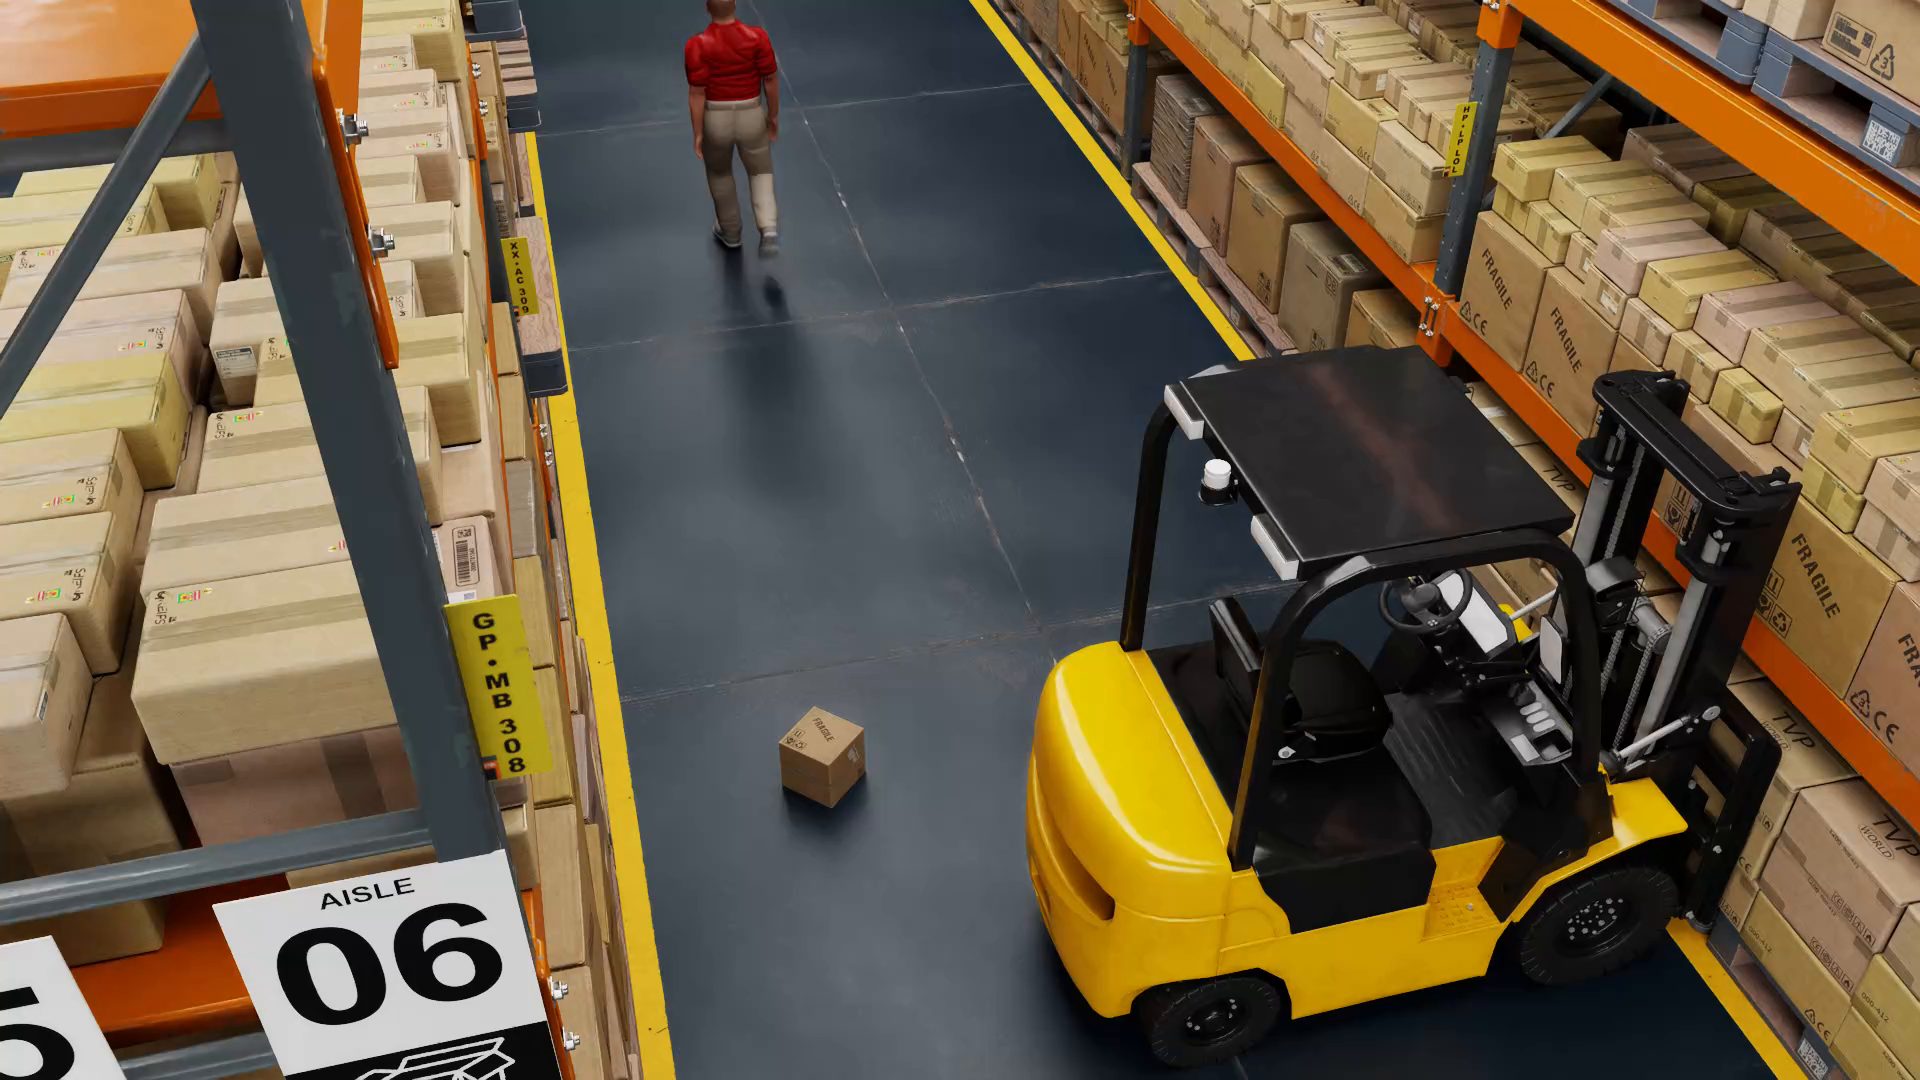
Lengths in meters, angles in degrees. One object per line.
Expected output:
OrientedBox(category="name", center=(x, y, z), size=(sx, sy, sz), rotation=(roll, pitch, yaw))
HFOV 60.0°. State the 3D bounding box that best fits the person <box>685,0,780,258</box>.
OrientedBox(category="person", center=(-1.326, -2.467, 9.873), size=(0.542, 1.694, 0.789), rotation=(-10, 39, -12))
